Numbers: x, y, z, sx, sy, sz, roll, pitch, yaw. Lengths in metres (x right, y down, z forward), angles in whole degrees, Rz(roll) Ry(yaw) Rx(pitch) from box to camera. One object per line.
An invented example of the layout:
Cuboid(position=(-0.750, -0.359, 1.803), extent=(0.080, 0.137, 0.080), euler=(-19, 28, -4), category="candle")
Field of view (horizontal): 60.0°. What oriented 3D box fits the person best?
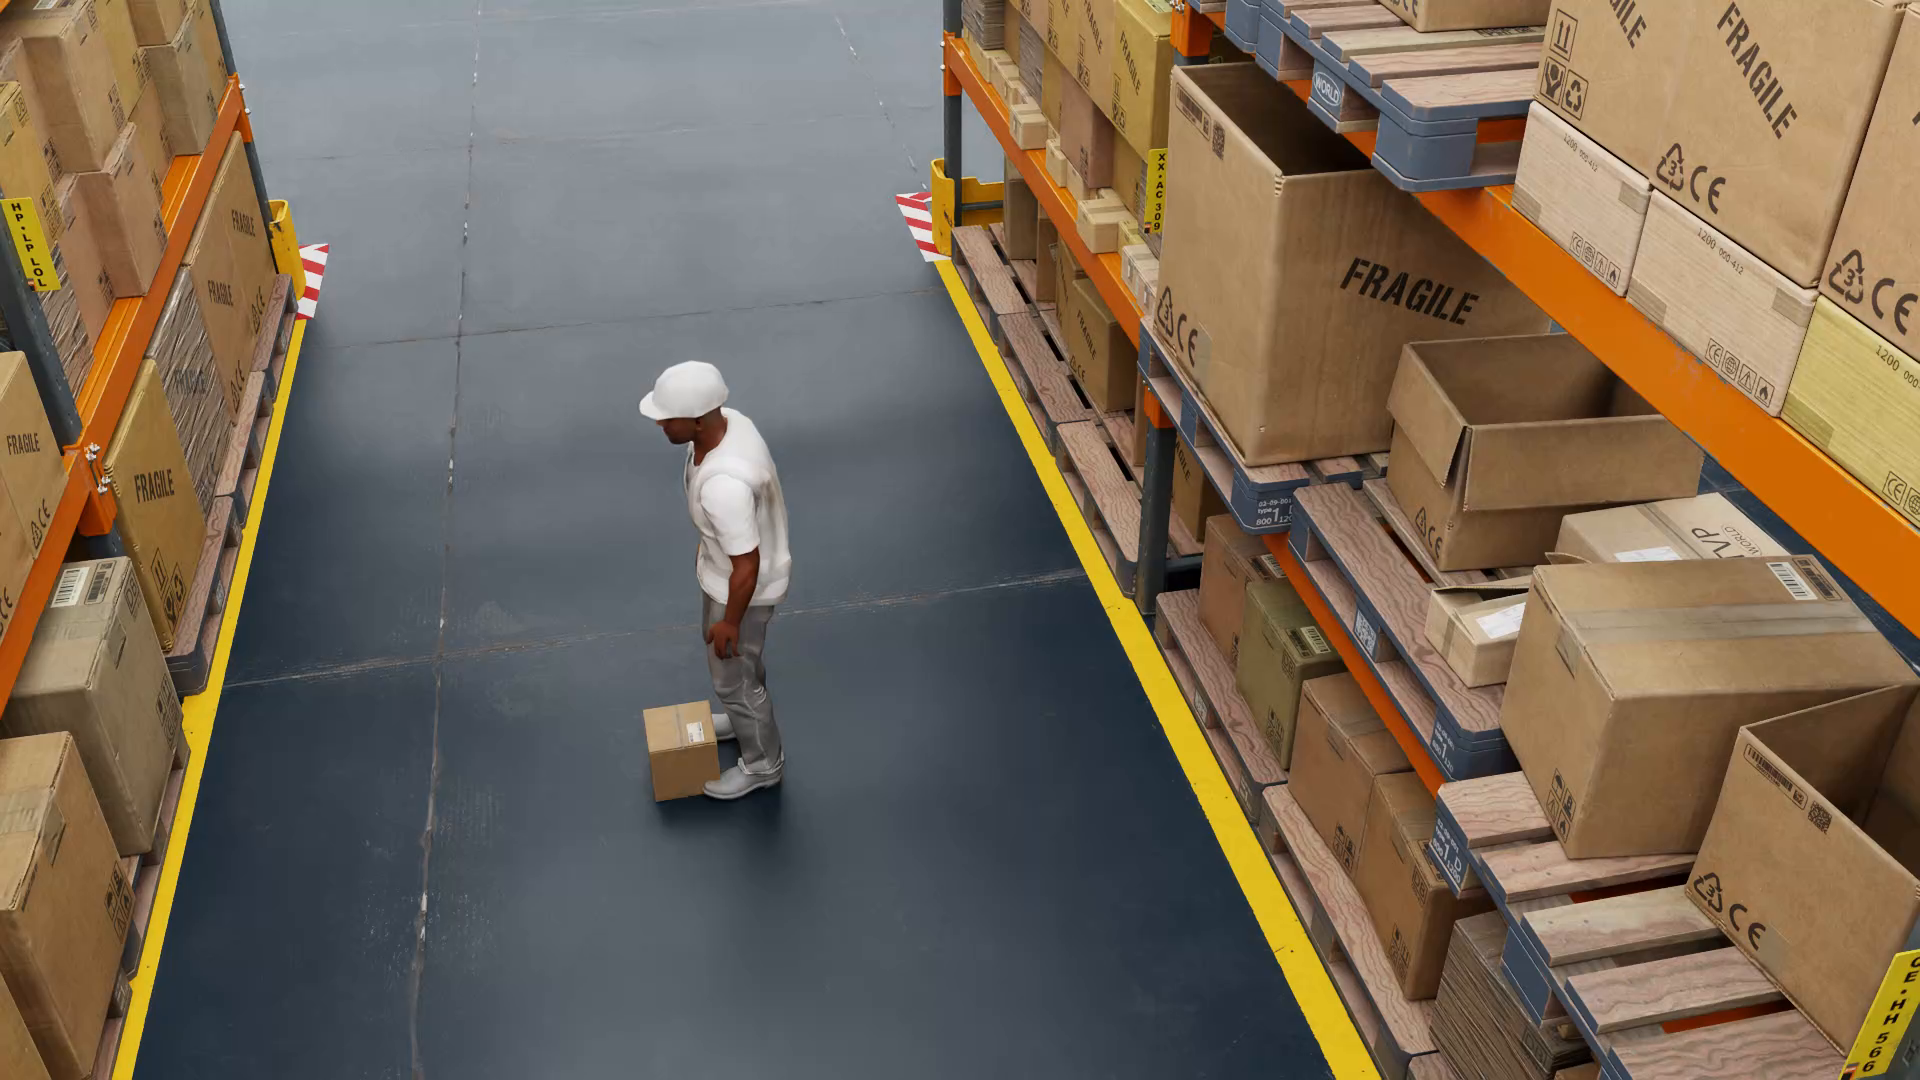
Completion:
Cuboid(position=(-0.831, 0.136, 5.926), extent=(0.456, 1.761, 0.628), euler=(-7, 35, -10), category="person")
